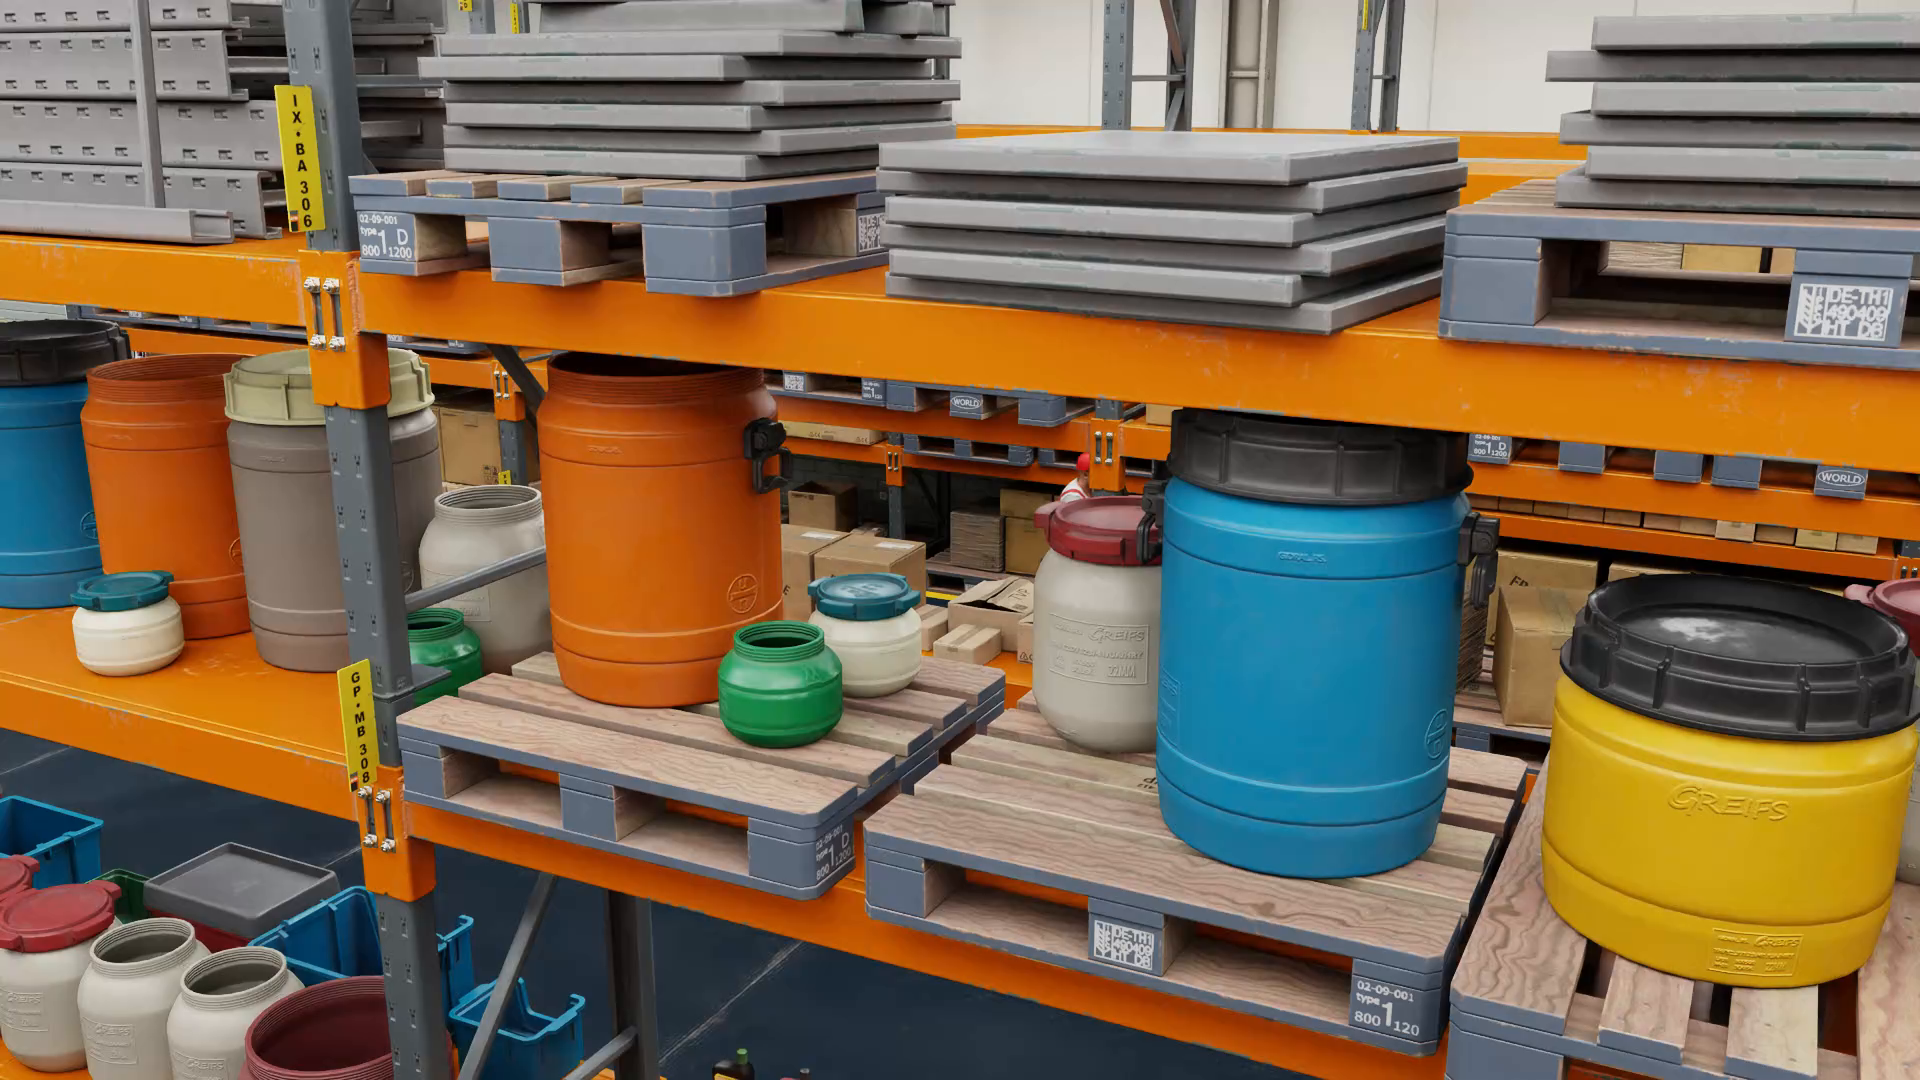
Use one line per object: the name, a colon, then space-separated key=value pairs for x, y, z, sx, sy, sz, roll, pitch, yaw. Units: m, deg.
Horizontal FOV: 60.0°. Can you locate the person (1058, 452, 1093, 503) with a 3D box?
person: x=0.936 y=0.184 z=12.841 sx=0.448 sy=1.780 sz=0.609 roll=8 pitch=17 yaw=26
